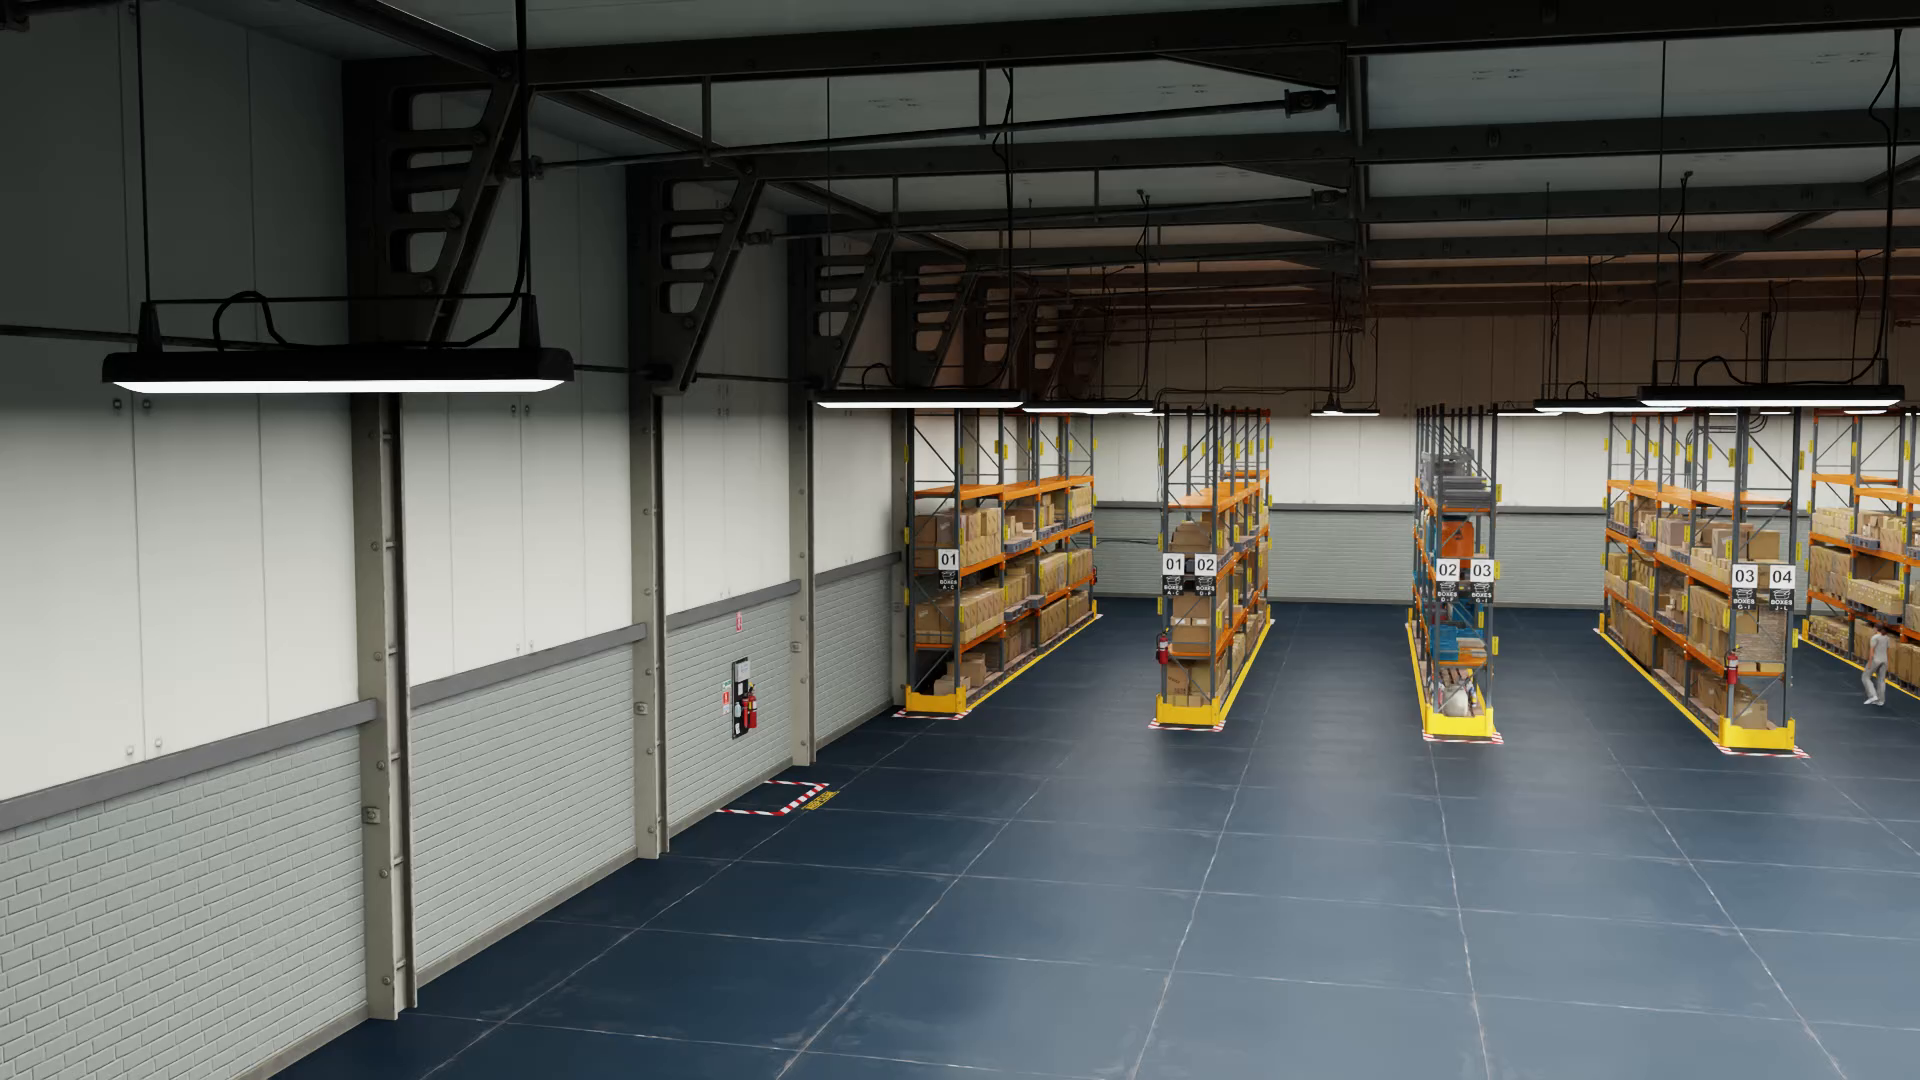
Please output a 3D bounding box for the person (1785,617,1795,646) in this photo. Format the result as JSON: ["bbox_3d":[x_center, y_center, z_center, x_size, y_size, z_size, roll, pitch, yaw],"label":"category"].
[{"bbox_3d":[19.505,2.064,39.365,0.502,1.543,0.952,1,4,20],"label":"person"}]

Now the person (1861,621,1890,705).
[{"bbox_3d":[18.372,2.470,33.293,0.488,1.681,0.399,-1,4,-12],"label":"person"}]
